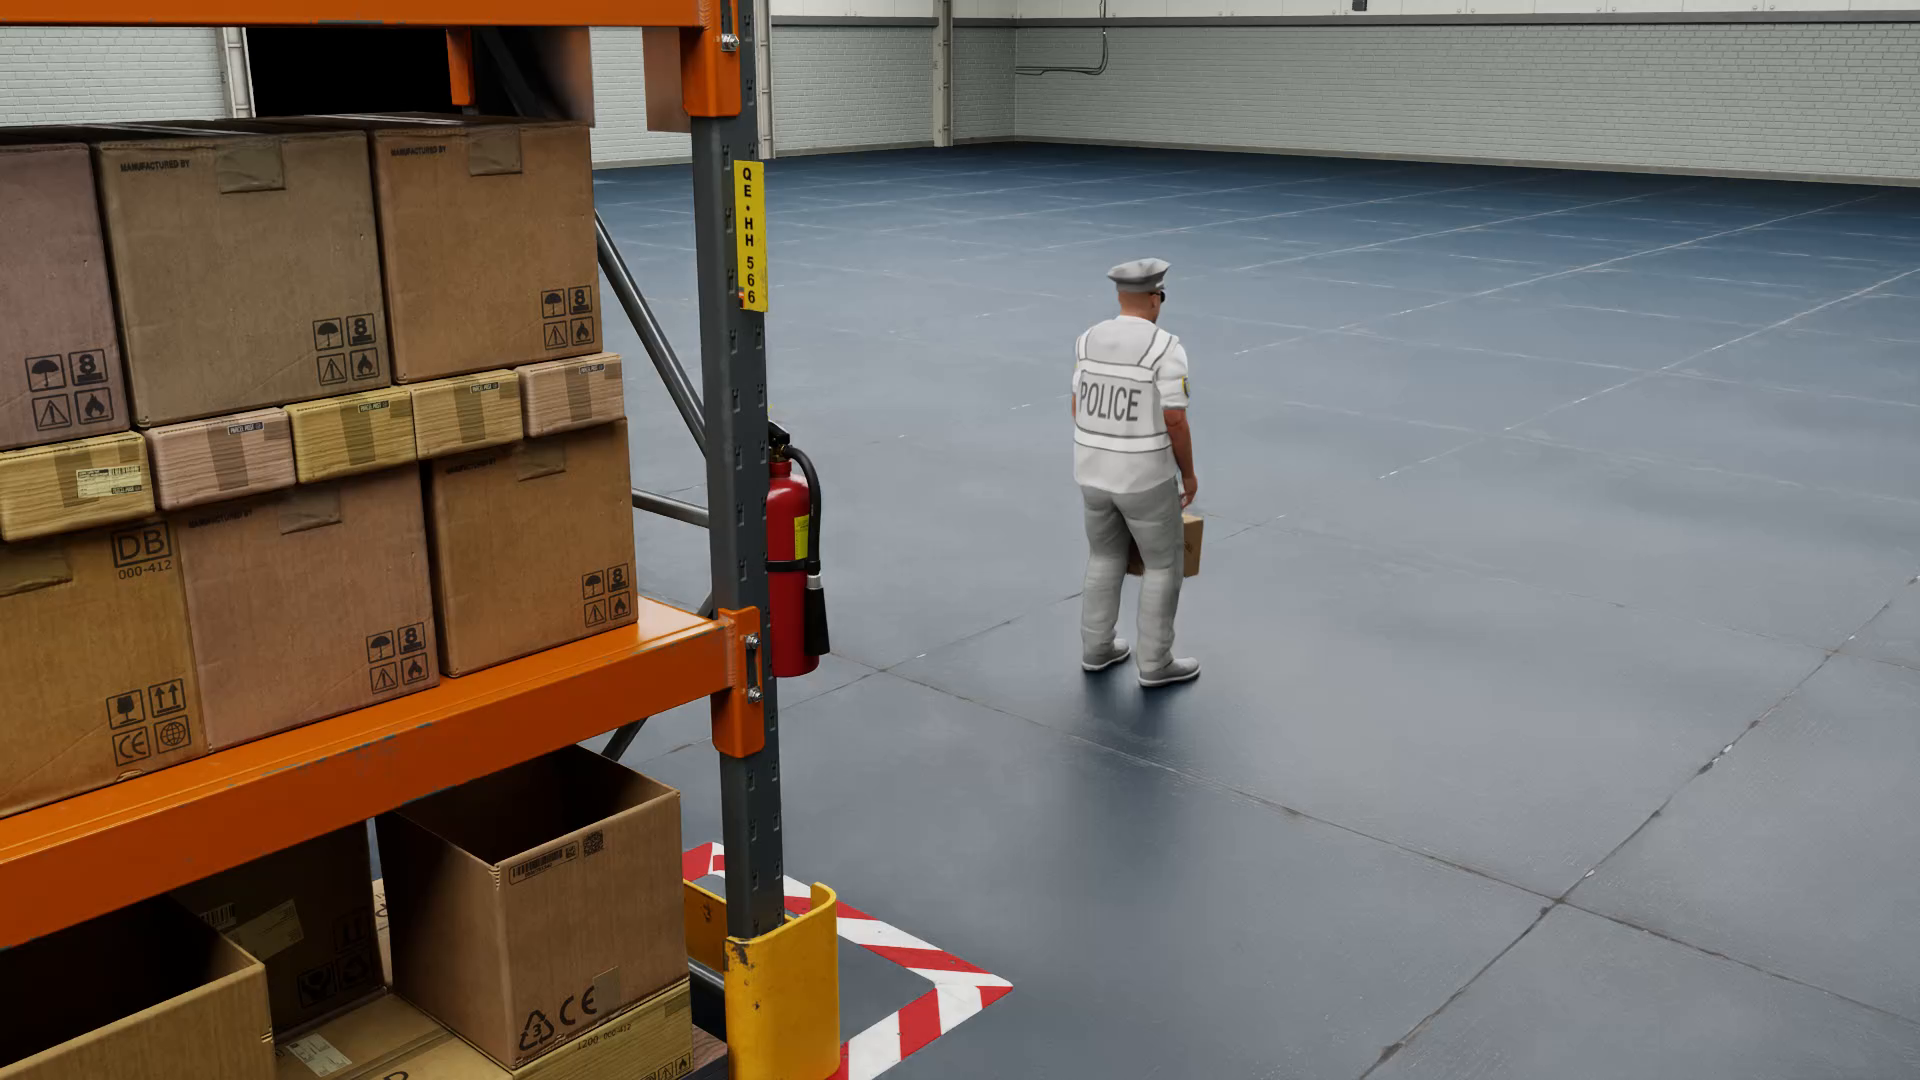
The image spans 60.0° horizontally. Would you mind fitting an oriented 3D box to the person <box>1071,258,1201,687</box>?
[{"bbox_3d":[0.710,-0.272,6.916,0.560,1.755,0.434,14,22,38],"label":"person"}]
